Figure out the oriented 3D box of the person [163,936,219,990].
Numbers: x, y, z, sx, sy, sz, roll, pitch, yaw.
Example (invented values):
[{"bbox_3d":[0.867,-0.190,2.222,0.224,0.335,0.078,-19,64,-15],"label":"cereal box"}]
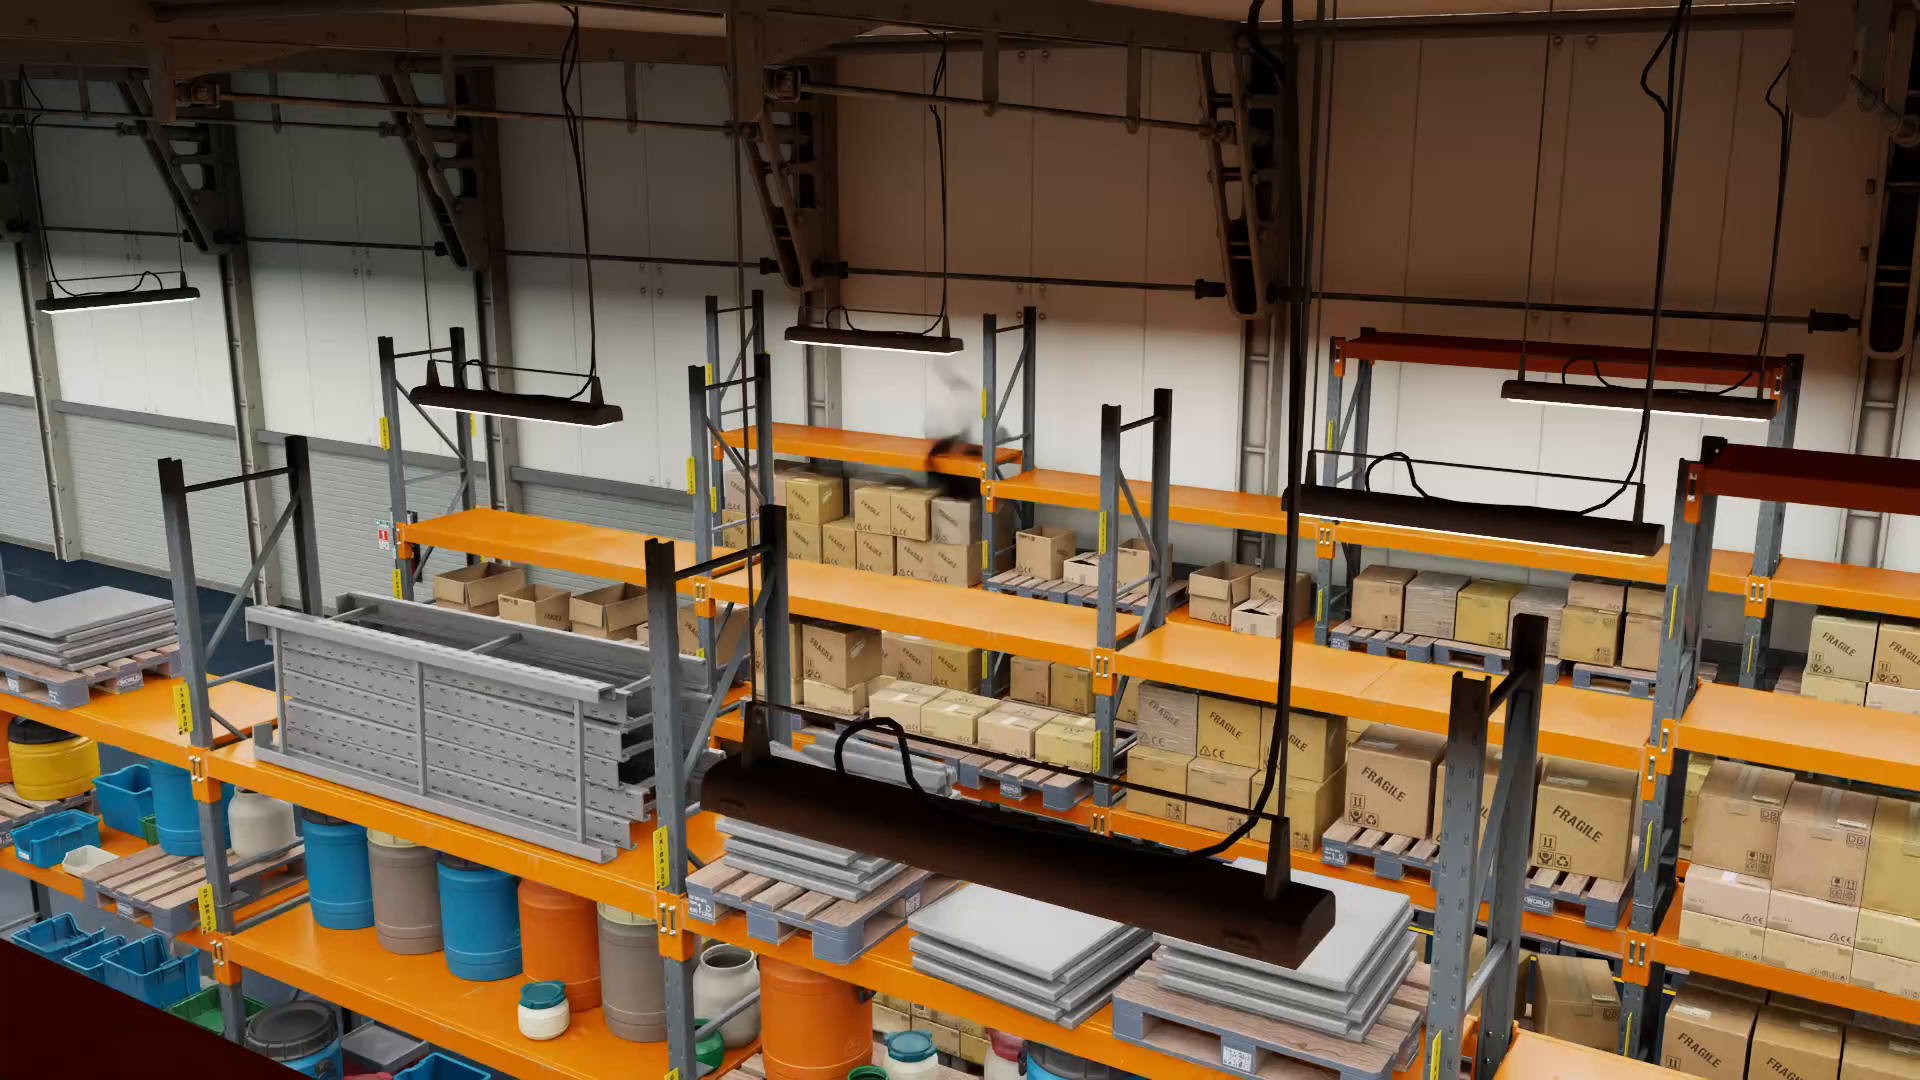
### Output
[{"bbox_3d":[-6.972,3.705,15.101,0.725,1.590,0.580,4,15,17],"label":"person"}]
